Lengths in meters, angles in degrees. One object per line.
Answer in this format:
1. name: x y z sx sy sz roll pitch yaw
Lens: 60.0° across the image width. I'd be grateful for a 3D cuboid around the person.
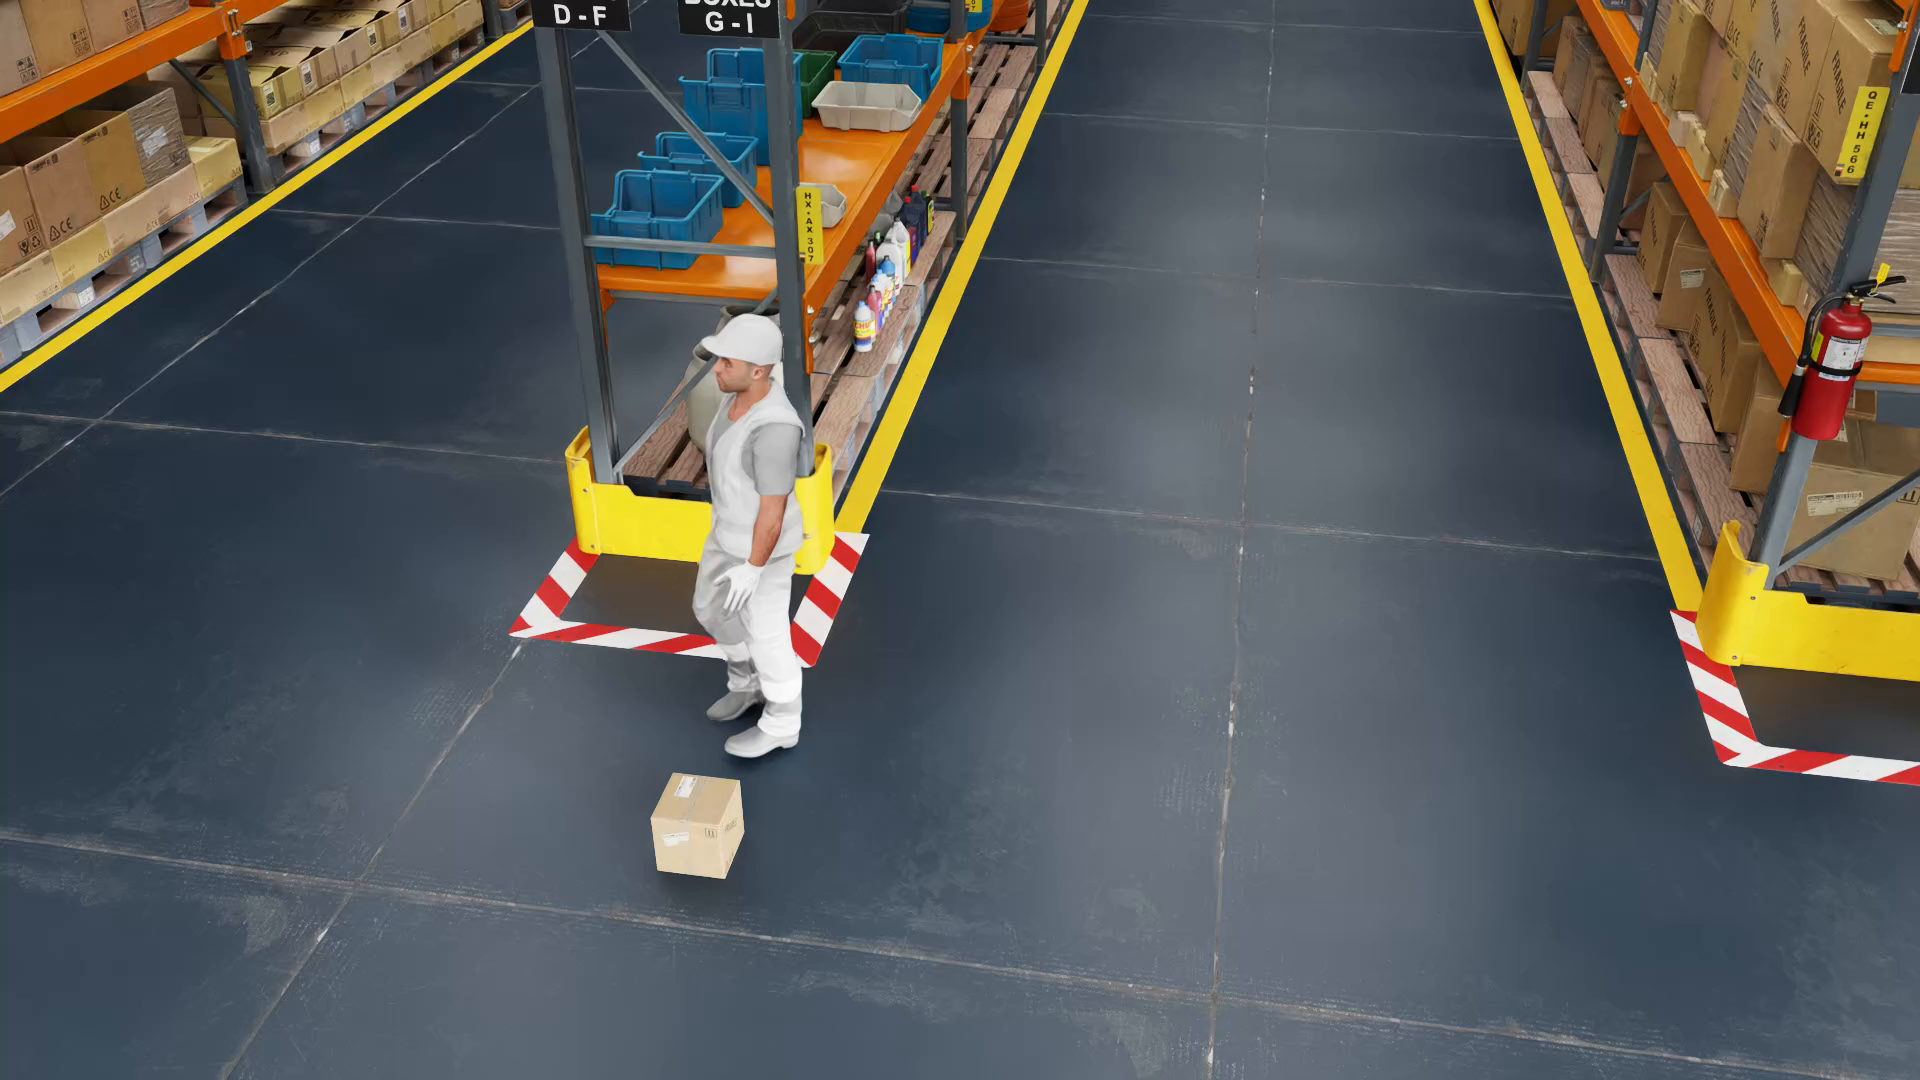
1. person: -0.777 0.019 6.087 0.393 1.823 0.554 -12 34 -19
